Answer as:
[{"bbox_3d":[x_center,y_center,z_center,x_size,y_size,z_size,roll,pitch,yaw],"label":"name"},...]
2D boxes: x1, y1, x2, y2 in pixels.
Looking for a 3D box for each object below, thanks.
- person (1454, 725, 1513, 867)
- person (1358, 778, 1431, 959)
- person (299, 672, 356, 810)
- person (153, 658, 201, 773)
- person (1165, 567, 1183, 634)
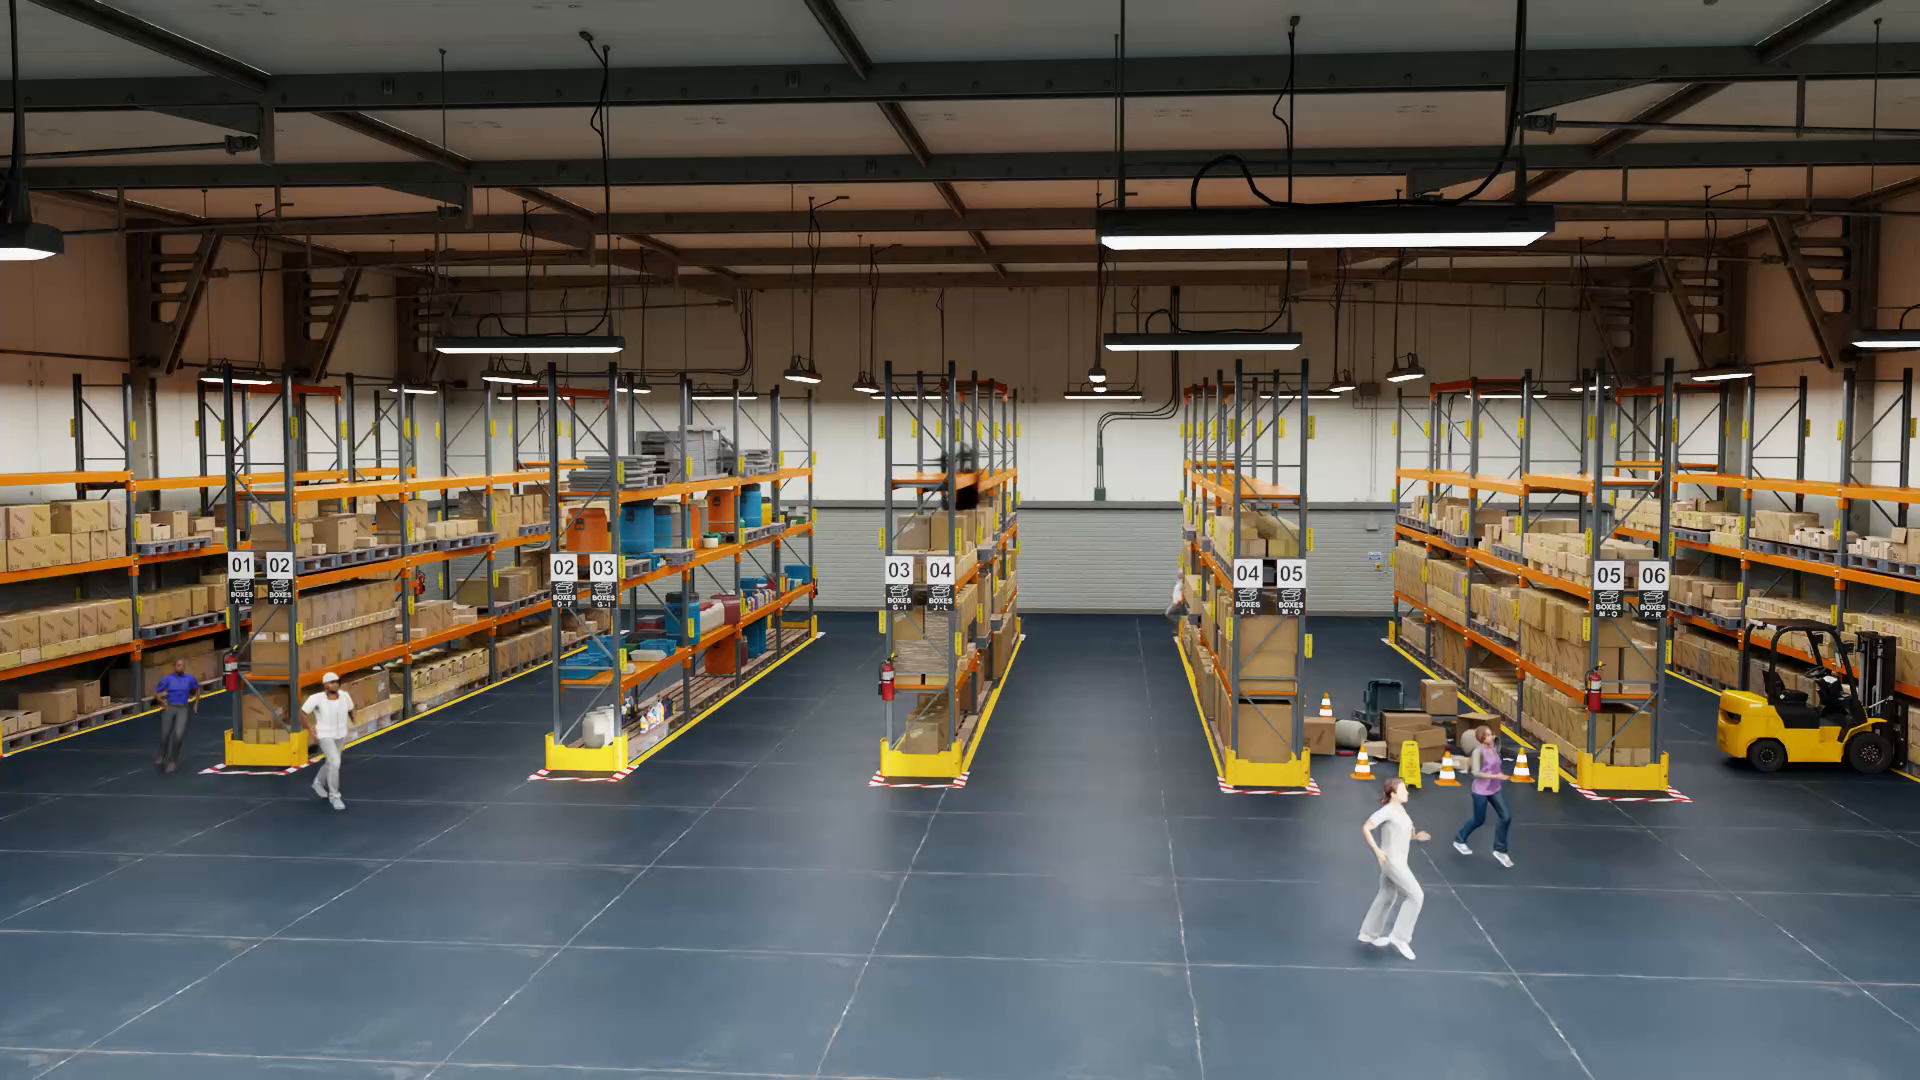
[{"bbox_3d":[6.096,2.948,19.320,0.541,1.620,0.733,-3,5,-35],"label":"person"},{"bbox_3d":[4.156,3.119,15.902,0.677,1.704,0.546,2,4,26],"label":"person"},{"bbox_3d":[-8.418,2.649,22.243,0.853,1.801,0.691,3,5,35],"label":"person"},{"bbox_3d":[-11.616,2.579,24.660,0.660,1.676,0.688,-2,4,-24],"label":"person"},{"bbox_3d":[5.352,1.491,40.811,0.645,1.685,0.766,1,4,13],"label":"person"}]
